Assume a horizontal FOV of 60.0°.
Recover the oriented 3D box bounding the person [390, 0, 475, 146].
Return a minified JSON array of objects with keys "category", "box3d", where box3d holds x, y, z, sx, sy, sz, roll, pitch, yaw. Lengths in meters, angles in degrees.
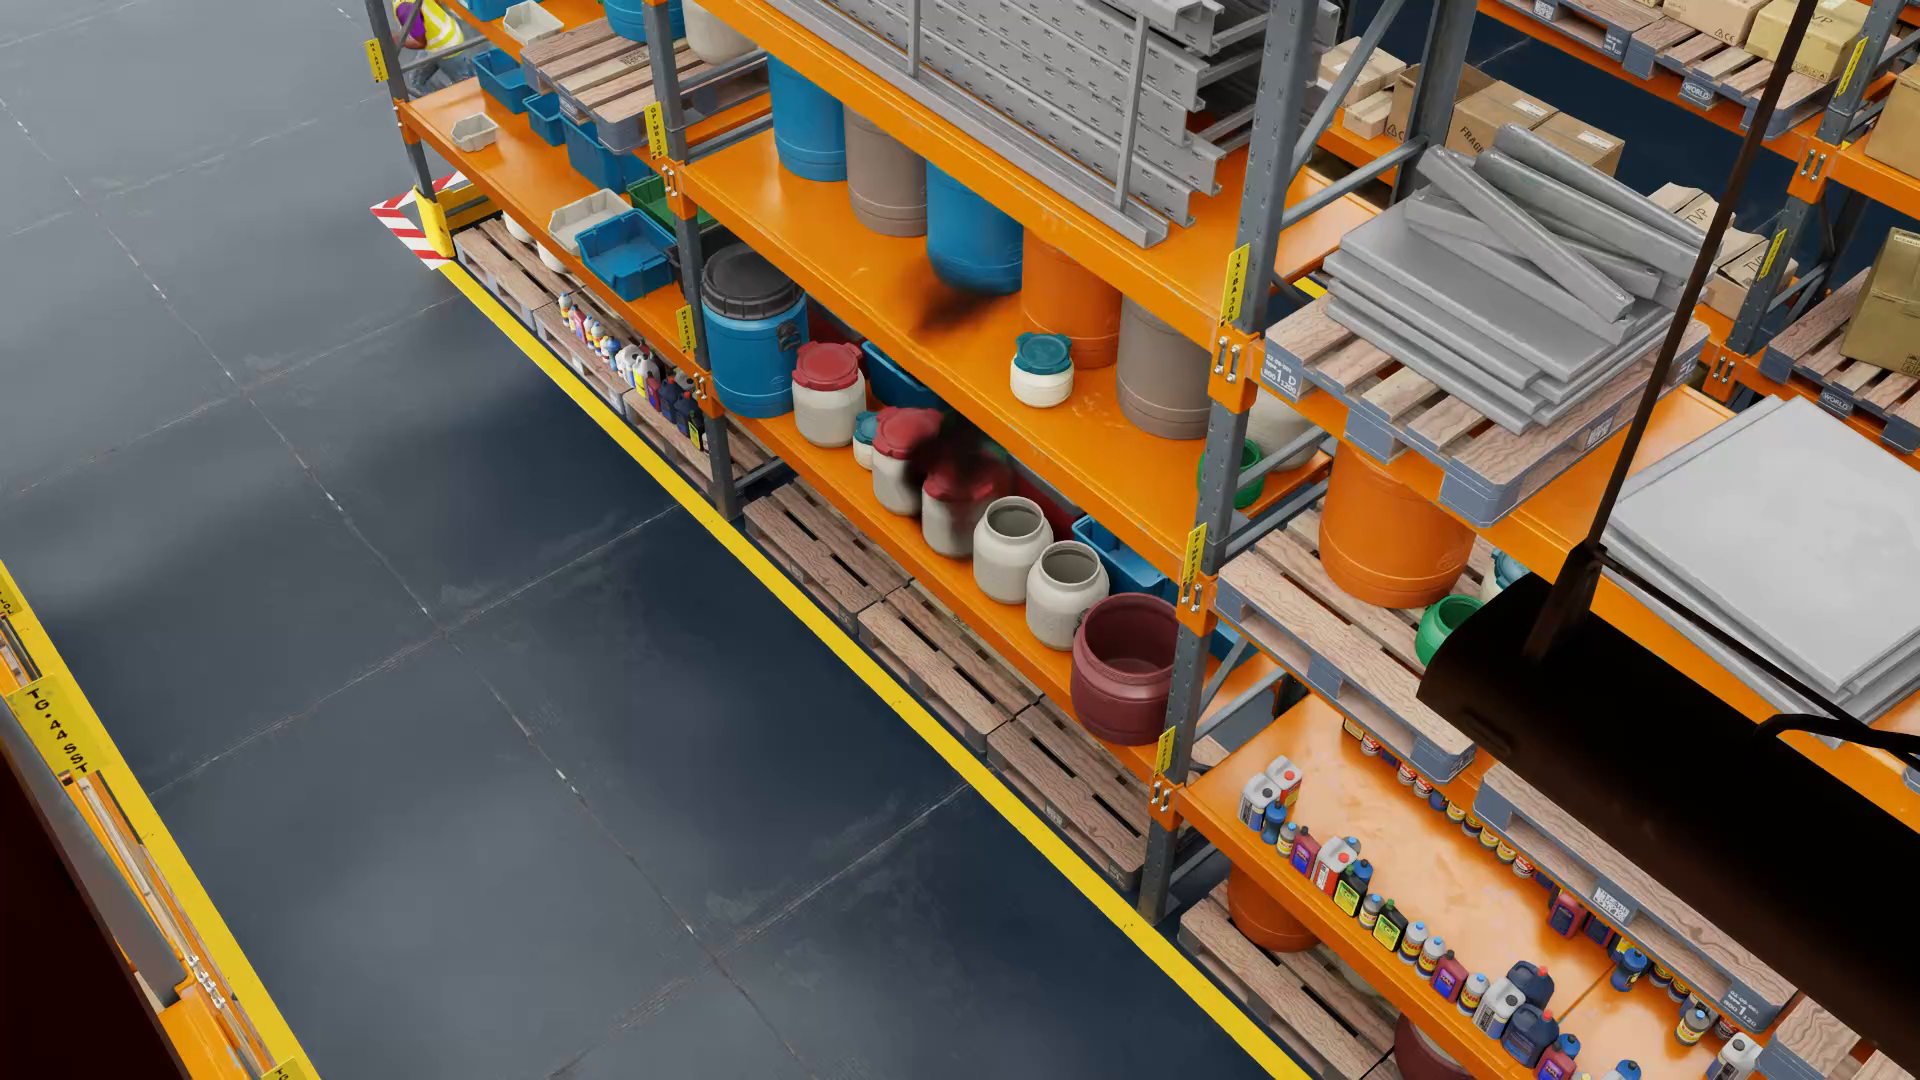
[{"category":"person","box3d":[-4.230,-4.009,13.686,1.026,1.710,0.747,-11,47,-10]}]
